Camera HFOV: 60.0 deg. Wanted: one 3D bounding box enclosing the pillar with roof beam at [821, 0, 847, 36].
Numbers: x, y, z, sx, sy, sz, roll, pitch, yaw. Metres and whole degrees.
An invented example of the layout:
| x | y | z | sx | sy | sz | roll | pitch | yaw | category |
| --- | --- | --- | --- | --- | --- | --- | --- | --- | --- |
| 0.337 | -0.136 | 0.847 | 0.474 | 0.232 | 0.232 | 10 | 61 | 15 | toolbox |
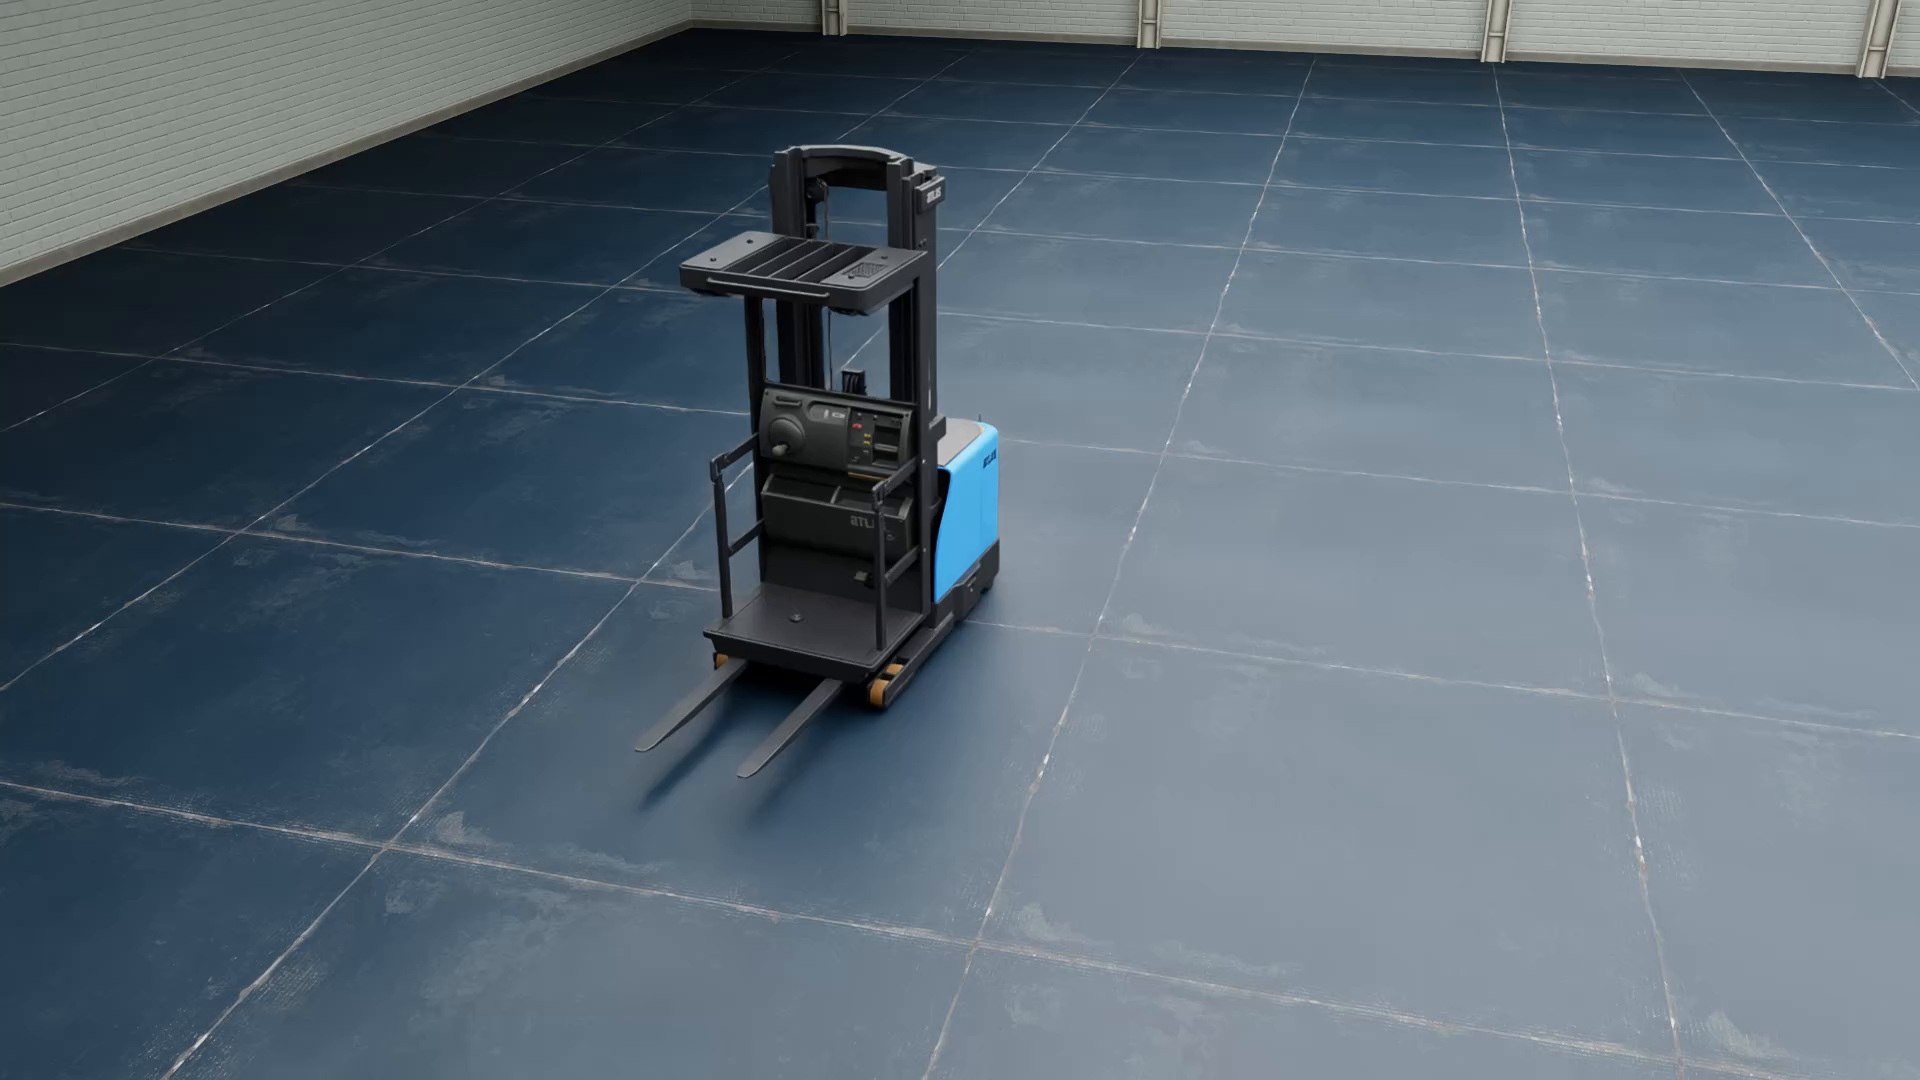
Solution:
| x | y | z | sx | sy | sz | roll | pitch | yaw | category |
| --- | --- | --- | --- | --- | --- | --- | --- | --- | --- |
| -3.446 | -11.880 | 25.891 | 0.400 | 9.000 | 9.100 | 6 | 26 | 13 | pillar with roof beam |

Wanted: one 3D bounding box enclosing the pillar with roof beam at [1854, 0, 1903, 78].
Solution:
| x | y | z | sx | sy | sz | roll | pitch | yaw | category |
| --- | --- | --- | --- | --- | --- | --- | --- | --- | --- |
| 13.987 | -9.953 | 21.843 | 0.400 | 9.000 | 9.100 | 6 | 26 | 13 | pillar with roof beam |

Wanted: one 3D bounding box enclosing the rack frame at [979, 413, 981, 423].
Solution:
| x | y | z | sx | sy | sz | roll | pitch | yaw | category |
| --- | --- | --- | --- | --- | --- | --- | --- | --- | --- |
| 0.106 | -0.395 | 11.189 | 0.006 | 0.900 | 0.240 | 6 | 26 | 13 | rack frame |

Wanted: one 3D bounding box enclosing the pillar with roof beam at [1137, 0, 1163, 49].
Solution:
| x | y | z | sx | sy | sz | roll | pitch | yaw | category |
| --- | --- | --- | --- | --- | --- | --- | --- | --- | --- |
| 2.365 | -11.237 | 24.542 | 0.400 | 9.000 | 9.100 | 6 | 26 | 13 | pillar with roof beam |

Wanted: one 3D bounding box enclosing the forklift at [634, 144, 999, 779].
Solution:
| x | y | z | sx | sy | sz | roll | pitch | yaw | category |
| --- | --- | --- | --- | --- | --- | --- | --- | --- | --- |
| -0.790 | -0.578 | 9.211 | 1.130 | 2.935 | 3.031 | 10 | 27 | 21 | forklift |

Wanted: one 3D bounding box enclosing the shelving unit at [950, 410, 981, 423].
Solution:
| x | y | z | sx | sy | sz | roll | pitch | yaw | category |
| --- | --- | --- | --- | --- | --- | --- | --- | --- | --- |
| 0.008 | -0.405 | 11.212 | 0.210 | 0.900 | 0.258 | 6 | 26 | 13 | shelving unit |

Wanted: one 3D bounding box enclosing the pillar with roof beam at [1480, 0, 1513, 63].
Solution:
| x | y | z | sx | sy | sz | roll | pitch | yaw | category |
| --- | --- | --- | --- | --- | --- | --- | --- | --- | --- |
| 8.176 | -10.595 | 23.193 | 0.400 | 9.000 | 9.100 | 6 | 26 | 13 | pillar with roof beam |
